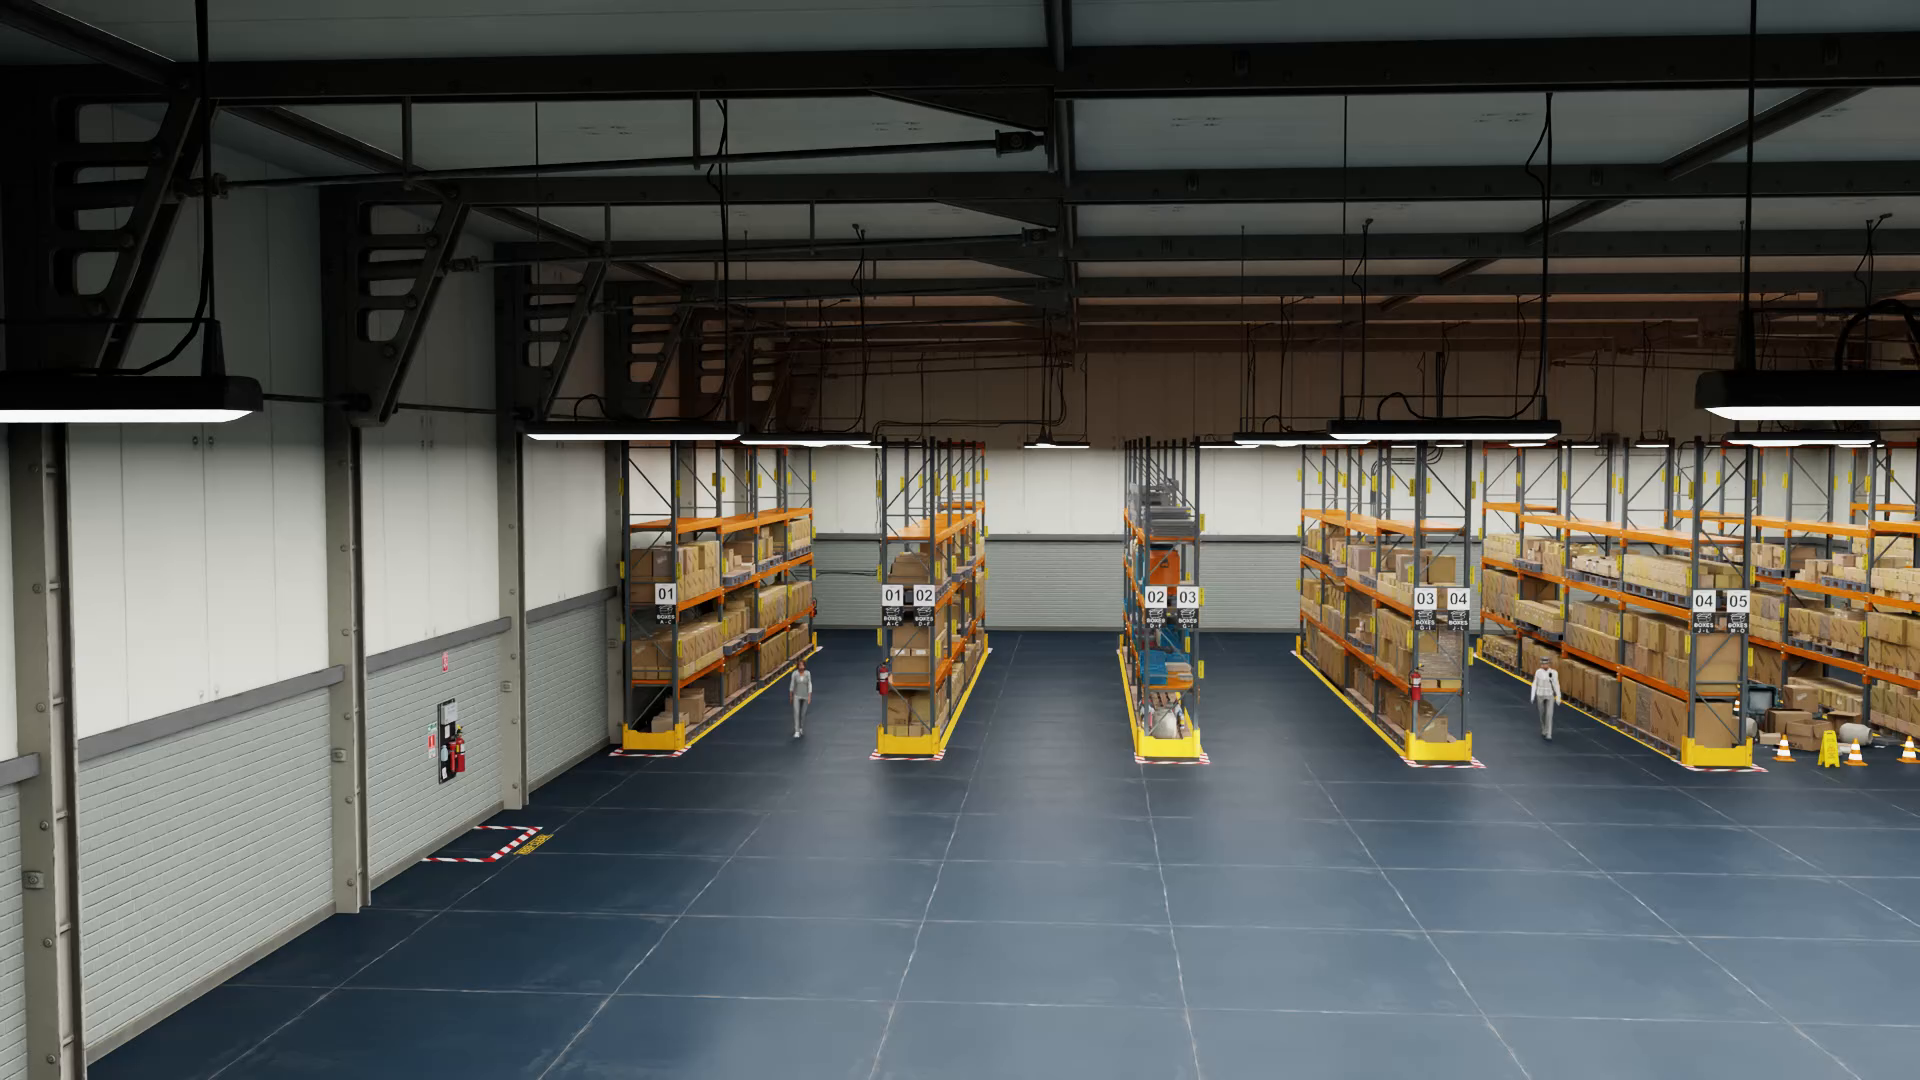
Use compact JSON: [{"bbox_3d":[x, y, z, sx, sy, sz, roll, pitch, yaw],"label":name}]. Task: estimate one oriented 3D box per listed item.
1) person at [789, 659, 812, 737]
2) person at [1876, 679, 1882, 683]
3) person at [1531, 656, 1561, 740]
[{"bbox_3d":[-3.184,3.152,33.162,0.475,1.548,0.951,-1,3,-20],"label":"person"},{"bbox_3d":[22.931,2.716,40.868,0.476,1.712,0.537,-1,3,-18],"label":"person"},{"bbox_3d":[11.672,3.132,33.169,0.537,1.627,0.871,2,4,37],"label":"person"}]
